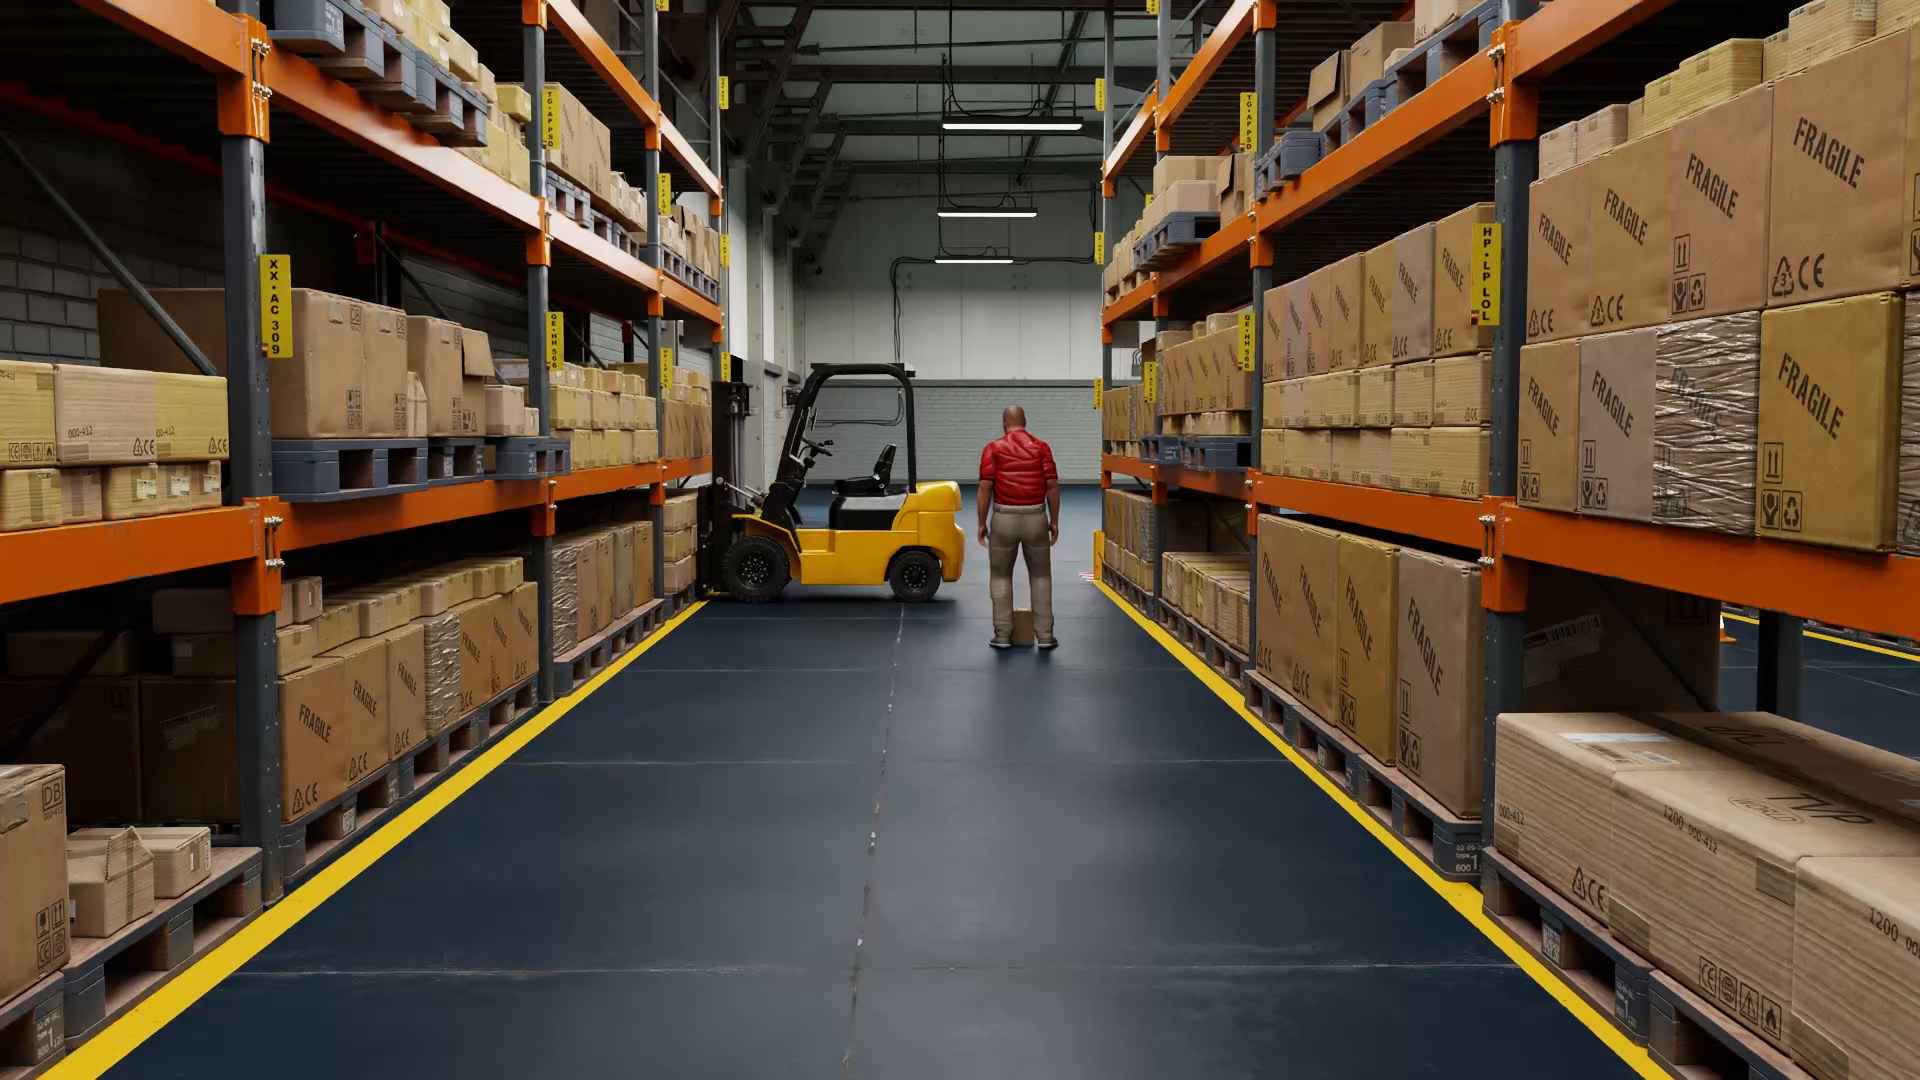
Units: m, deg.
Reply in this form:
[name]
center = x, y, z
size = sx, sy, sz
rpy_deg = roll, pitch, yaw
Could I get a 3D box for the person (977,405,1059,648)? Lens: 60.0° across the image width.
[person]
center = 0.418, -0.096, 11.819
size = 0.602, 1.726, 0.407
rpy_deg = 0, 4, -5
